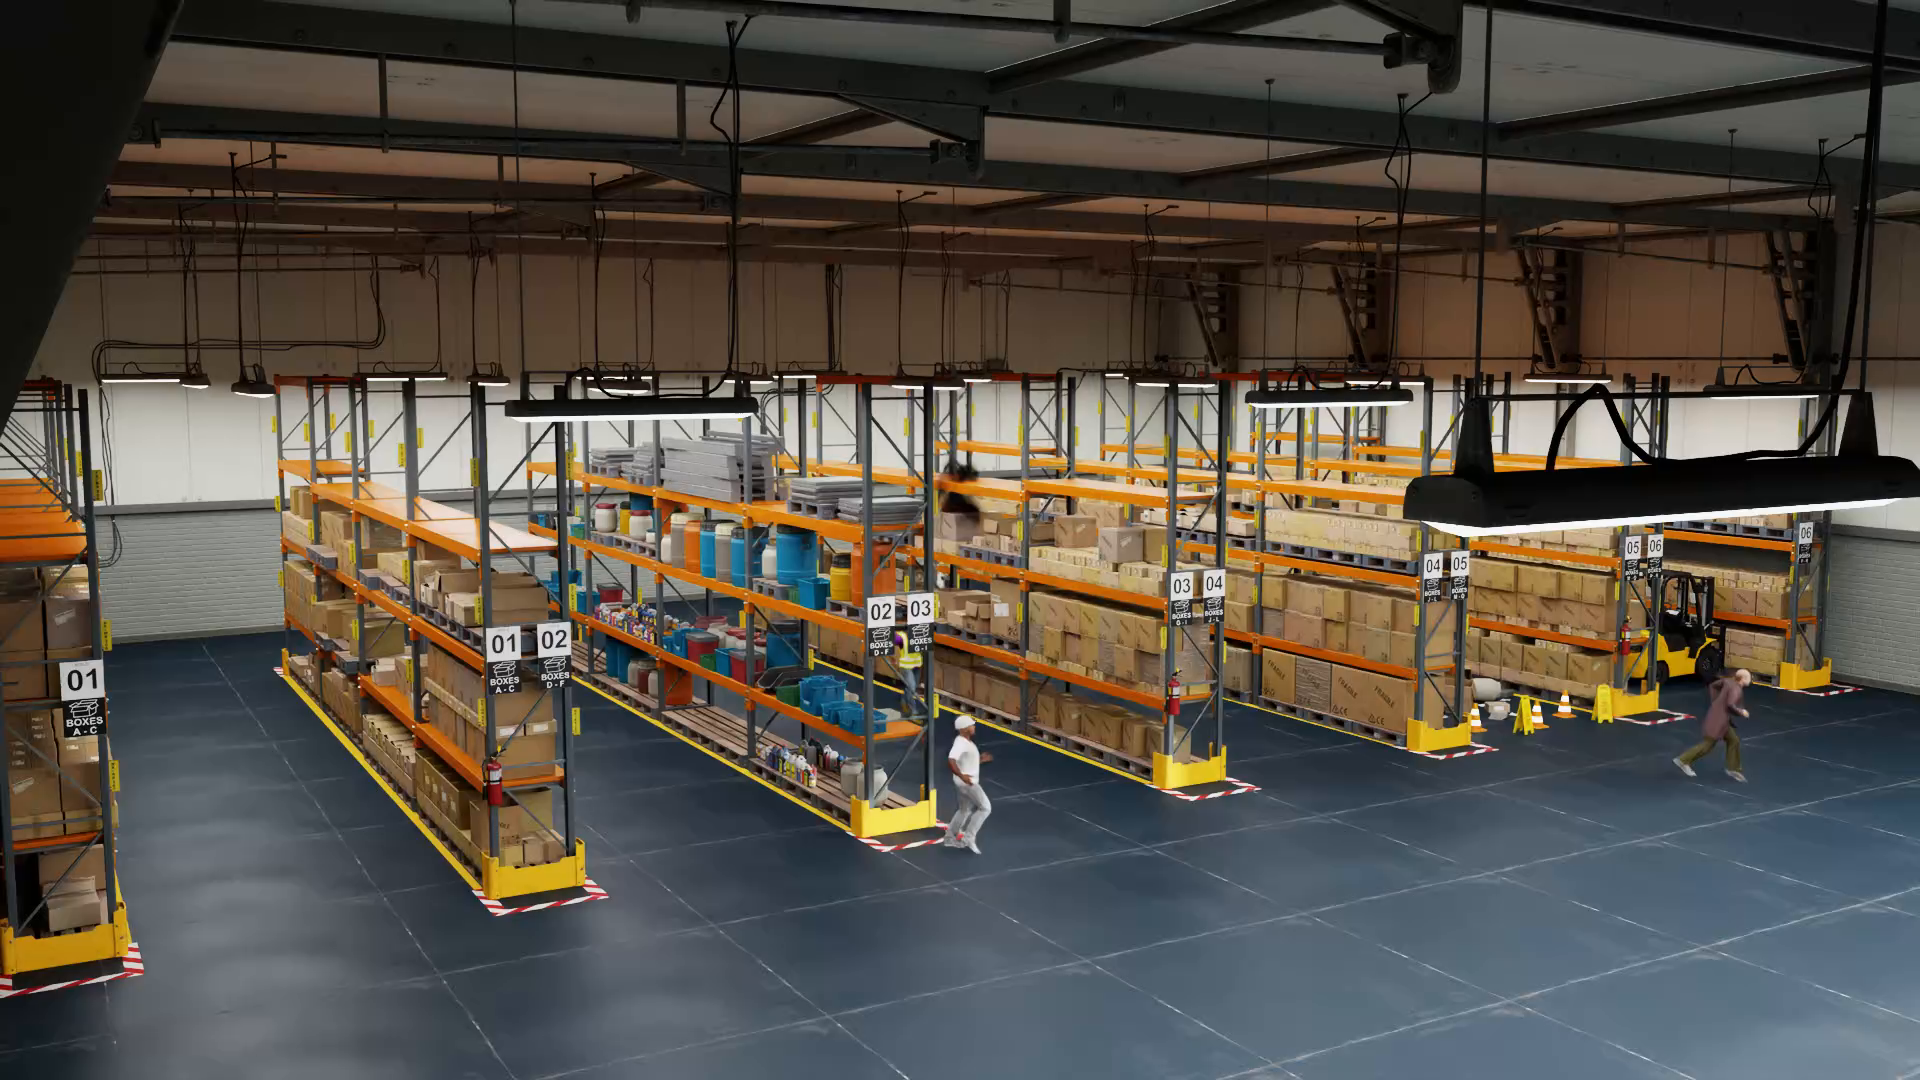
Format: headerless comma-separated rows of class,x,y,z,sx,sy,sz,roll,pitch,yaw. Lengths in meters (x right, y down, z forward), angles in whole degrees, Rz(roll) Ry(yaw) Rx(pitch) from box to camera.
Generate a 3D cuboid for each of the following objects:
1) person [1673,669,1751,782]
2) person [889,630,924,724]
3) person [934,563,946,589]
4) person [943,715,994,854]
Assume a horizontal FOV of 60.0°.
person,11.305,2.783,24.972,1.082,1.743,0.754,1,6,10
person,-0.848,2.230,28.965,0.693,1.778,0.946,-4,7,-32
person,-0.579,1.348,38.222,0.615,1.669,0.828,-3,7,-25
person,0.124,3.134,21.320,0.684,1.796,0.677,-1,6,-8
